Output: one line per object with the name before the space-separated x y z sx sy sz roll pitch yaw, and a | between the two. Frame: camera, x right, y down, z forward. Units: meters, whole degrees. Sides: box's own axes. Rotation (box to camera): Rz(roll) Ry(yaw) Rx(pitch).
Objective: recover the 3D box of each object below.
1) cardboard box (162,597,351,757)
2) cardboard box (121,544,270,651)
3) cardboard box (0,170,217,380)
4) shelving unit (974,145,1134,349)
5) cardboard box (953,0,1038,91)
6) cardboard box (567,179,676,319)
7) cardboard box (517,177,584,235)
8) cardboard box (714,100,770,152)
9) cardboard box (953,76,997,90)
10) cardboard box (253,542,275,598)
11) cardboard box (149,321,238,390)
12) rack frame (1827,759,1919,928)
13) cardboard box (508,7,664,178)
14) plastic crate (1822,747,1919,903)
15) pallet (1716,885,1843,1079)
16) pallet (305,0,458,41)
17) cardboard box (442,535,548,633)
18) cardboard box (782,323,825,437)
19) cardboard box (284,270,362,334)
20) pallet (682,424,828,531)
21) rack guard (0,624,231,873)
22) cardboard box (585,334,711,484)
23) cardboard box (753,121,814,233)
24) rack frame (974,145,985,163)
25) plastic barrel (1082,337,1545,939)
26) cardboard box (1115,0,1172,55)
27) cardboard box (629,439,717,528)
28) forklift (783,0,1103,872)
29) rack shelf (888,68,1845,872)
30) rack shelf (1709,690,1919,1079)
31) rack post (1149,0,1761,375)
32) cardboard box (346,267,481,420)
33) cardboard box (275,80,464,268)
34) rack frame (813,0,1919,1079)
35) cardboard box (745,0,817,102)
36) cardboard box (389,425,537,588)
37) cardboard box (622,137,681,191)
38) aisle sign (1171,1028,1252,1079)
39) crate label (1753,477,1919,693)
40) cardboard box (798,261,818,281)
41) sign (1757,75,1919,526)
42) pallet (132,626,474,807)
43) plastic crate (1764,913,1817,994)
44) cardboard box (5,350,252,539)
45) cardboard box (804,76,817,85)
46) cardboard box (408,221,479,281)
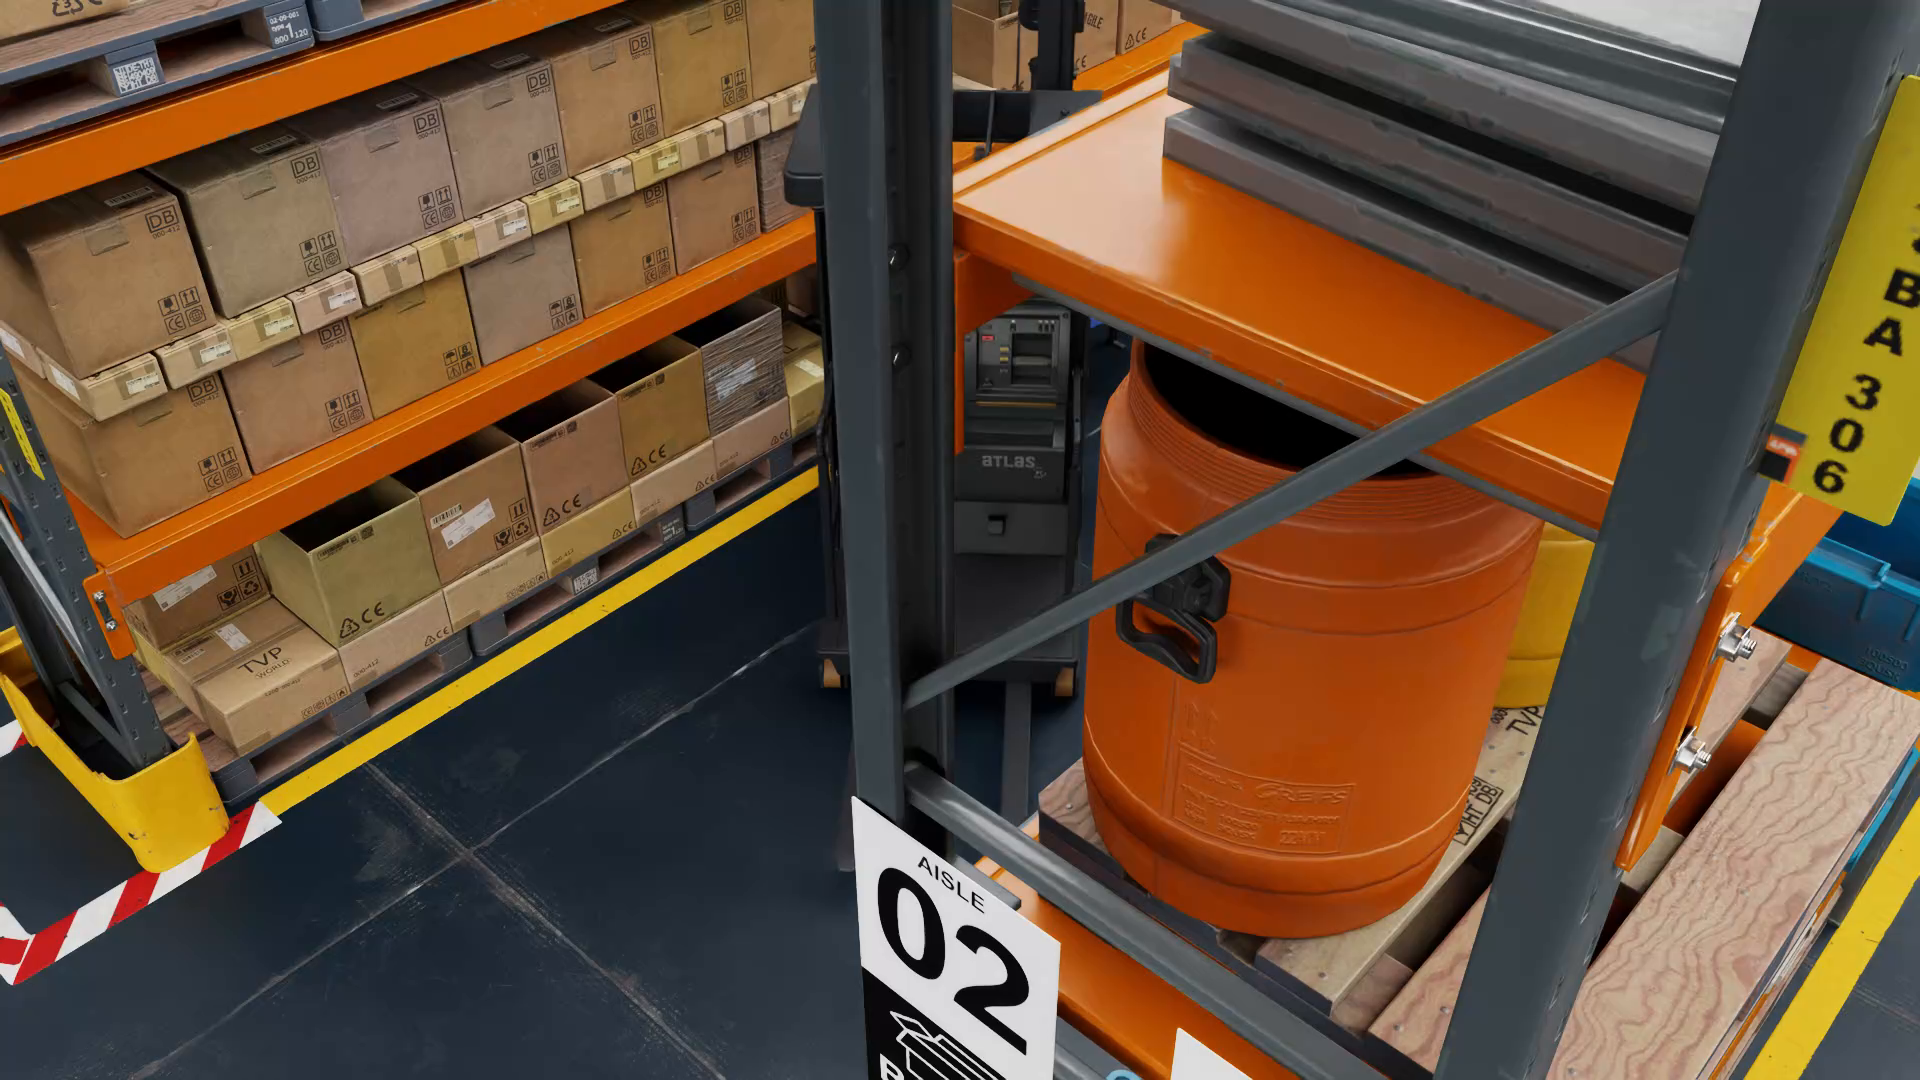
cardboard box | -2.872 0.552 6.801 0.500 0.250 0.500 30 47 32
cardboard box | -3.256 0.040 6.842 0.500 0.500 0.500 30 47 32
cardboard box | -3.038 -0.987 5.742 0.700 0.500 0.500 30 47 32
shelving unit | 0.629 -1.403 8.593 1.048 1.500 0.538 -28 46 -31
cardboard box | 0.186 -2.671 8.903 0.500 0.500 0.500 -30 48 -33
cardboard box | -1.686 -1.403 7.308 0.700 0.500 0.500 30 48 32
cardboard box | -1.759 -1.416 6.803 0.380 0.149 0.250 31 48 33
cardboard box | -1.068 -1.888 7.397 0.380 0.149 0.250 28 46 31
cardboard box | 0.049 -2.267 8.677 0.380 0.149 0.250 30 47 32
cardboard box | -2.926 0.100 7.370 0.500 0.250 0.500 30 47 32
cardboard box | -2.798 -0.712 5.917 0.380 0.149 0.250 28 46 31
rack frame | 2.954 0.037 5.577 1.000 3.000 0.127 30 47 32
cardboard box | -1.672 -1.922 6.918 0.700 0.500 0.500 30 47 32
plastic crate | 2.408 0.718 4.840 0.499 0.251 0.616 30 47 32
pallet | 2.471 1.420 6.079 1.003 0.211 1.213 30 47 32
pallet | -2.079 -2.223 6.080 1.003 0.211 1.213 30 47 32
cardboard box | -2.200 0.091 7.380 0.500 0.250 0.500 30 47 32
cardboard box | -0.851 -0.828 8.536 0.500 0.250 0.500 30 47 32
cardboard box | -2.457 -0.941 6.205 0.380 0.149 0.250 29 47 31
pallet | -1.267 -0.605 8.625 1.003 0.211 1.213 30 47 32
rack guard | -3.414 0.783 6.647 1.175 0.500 0.348 30 47 32
cardboard box | -1.531 -0.665 7.729 0.500 0.500 0.500 30 47 32
cardboard box | -0.994 -1.877 7.904 0.700 0.500 0.500 28 46 31
rack frame | 0.243 -1.198 8.335 0.032 1.500 0.500 -28 46 -31
plastic barrel | 0.490 0.092 2.416 0.600 0.830 0.708 30 47 32
cardboard box | 0.879 -3.143 9.496 0.500 0.500 0.500 27 46 30
cardboard box | -1.522 -0.366 7.956 0.500 0.250 0.500 30 47 32
forklift | -0.031 -0.681 6.536 1.130 2.935 3.031 2 39 2
rack shelf | 1.605 -0.954 2.902 1.077 0.370 4.000 30 47 32
rack shelf | 1.605 1.238 4.645 1.077 0.370 4.000 30 47 32
rack post | 0.860 -0.571 1.924 0.954 0.300 0.937 -29 47 -31
cardboard box | -2.384 -0.924 6.705 0.700 0.500 0.500 30 47 32
cardboard box | -2.348 -1.463 6.340 0.700 0.500 0.500 30 47 32
rack frame | 0.256 -0.473 1.398 1.000 3.000 0.127 30 47 32
cardboard box | -0.994 -2.385 7.500 0.700 0.500 0.500 30 47 32
cardboard box | -2.208 -0.207 7.153 0.500 0.500 0.500 30 47 32
cardboard box | -1.412 -1.656 7.104 0.380 0.149 0.250 29 47 32
aisle sign | 0.424 1.013 2.260 0.394 0.787 0.004 30 47 32
crate label | 1.763 0.038 3.285 0.502 0.251 0.408 30 47 32
cardboard box | -0.638 -1.658 9.130 0.500 0.311 0.500 30 47 32
sign | 0.659 -0.158 1.171 0.100 0.325 0.005 30 47 32
pallet | -2.913 0.516 7.215 1.003 0.211 1.213 30 47 32
plastic crate | 2.046 0.993 4.587 0.530 0.136 0.437 30 47 32
cardboard box | -3.074 -0.455 6.115 0.700 0.500 0.500 30 47 32
cardboard box | -0.725 -2.122 7.691 0.380 0.149 0.250 30 47 32
cardboard box | -2.107 -1.182 6.509 0.380 0.149 0.250 29 47 31
